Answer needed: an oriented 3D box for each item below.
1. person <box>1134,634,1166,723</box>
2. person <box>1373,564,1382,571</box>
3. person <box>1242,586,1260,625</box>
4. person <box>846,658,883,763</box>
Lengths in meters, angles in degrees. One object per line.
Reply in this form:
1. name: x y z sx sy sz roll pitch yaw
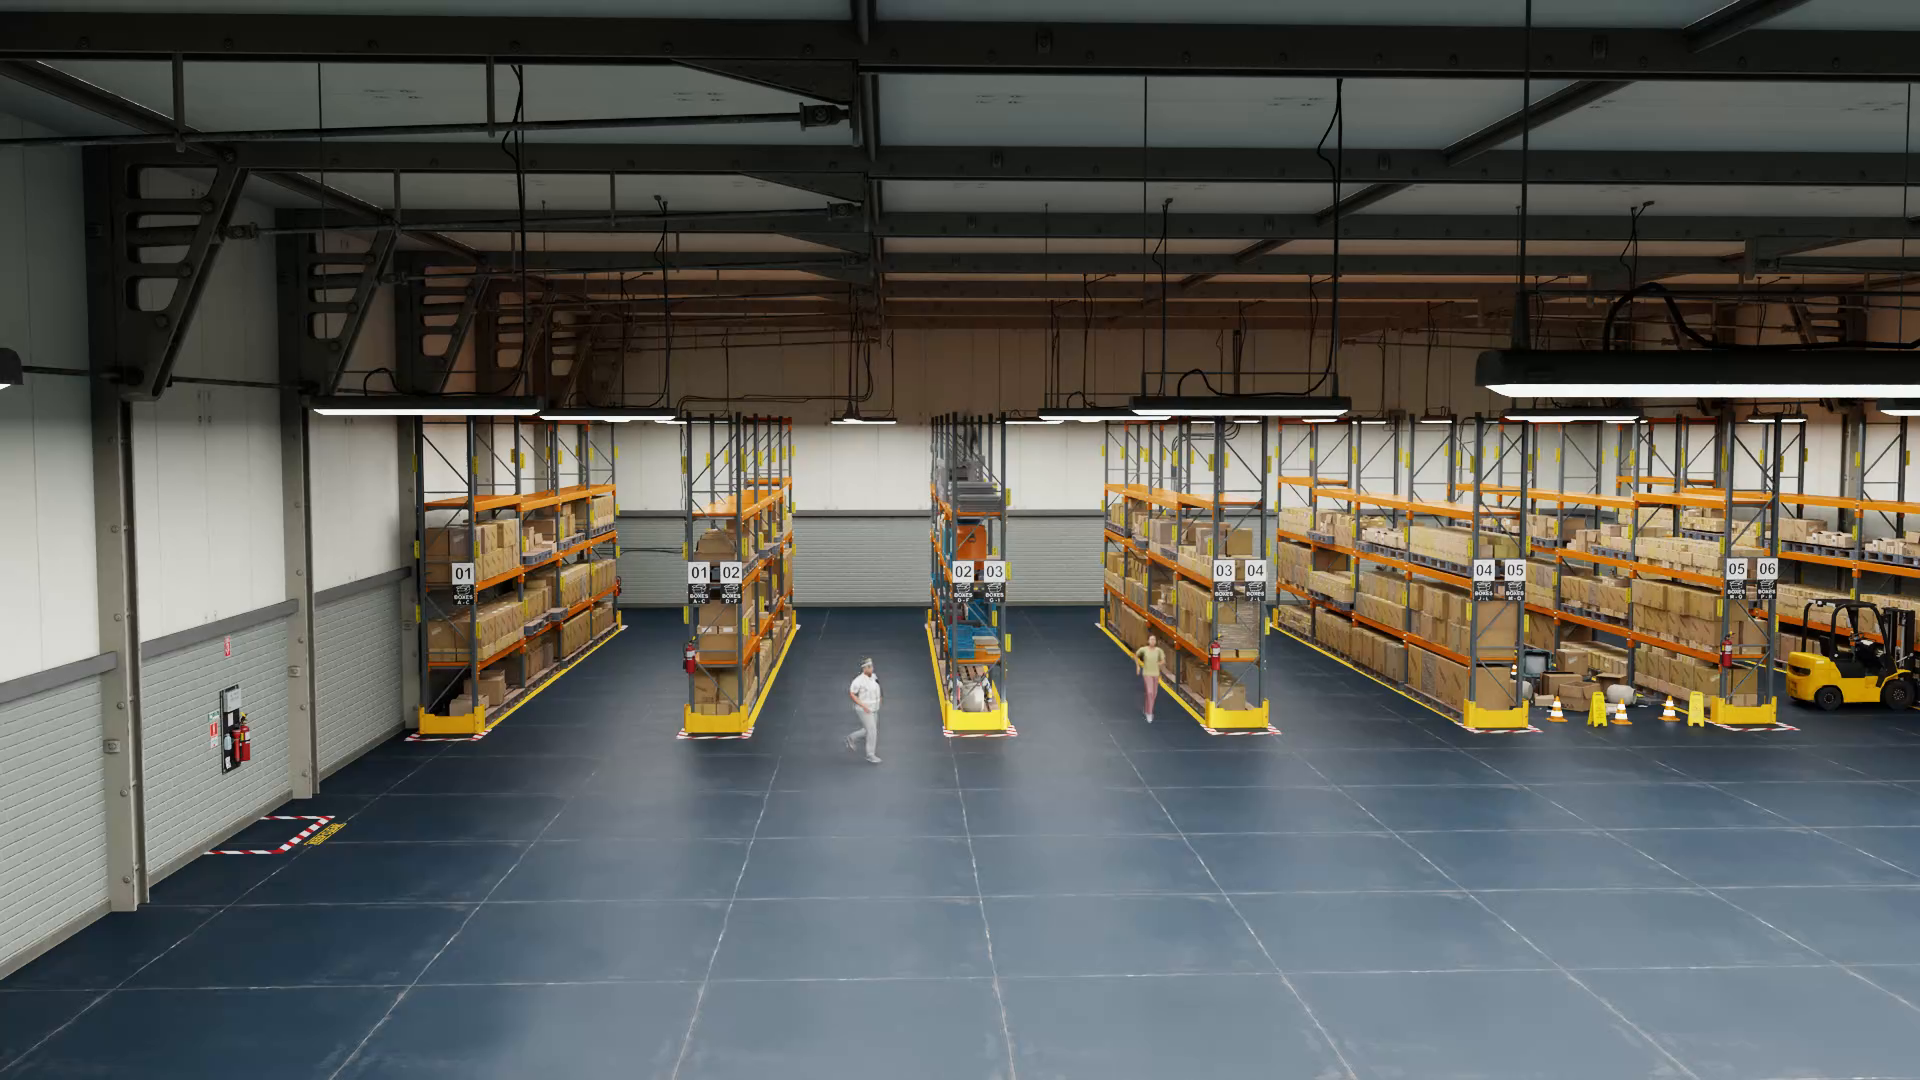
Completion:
1. person: 3.725 2.680 32.487 0.551 1.724 0.722 -1 4 -12
2. person: 12.470 1.562 49.263 0.805 1.685 0.594 0 4 6
3. person: 7.917 1.798 44.926 0.729 1.743 0.630 0 4 -3
4. person: -1.653 2.898 28.556 0.773 1.780 0.657 3 5 33
